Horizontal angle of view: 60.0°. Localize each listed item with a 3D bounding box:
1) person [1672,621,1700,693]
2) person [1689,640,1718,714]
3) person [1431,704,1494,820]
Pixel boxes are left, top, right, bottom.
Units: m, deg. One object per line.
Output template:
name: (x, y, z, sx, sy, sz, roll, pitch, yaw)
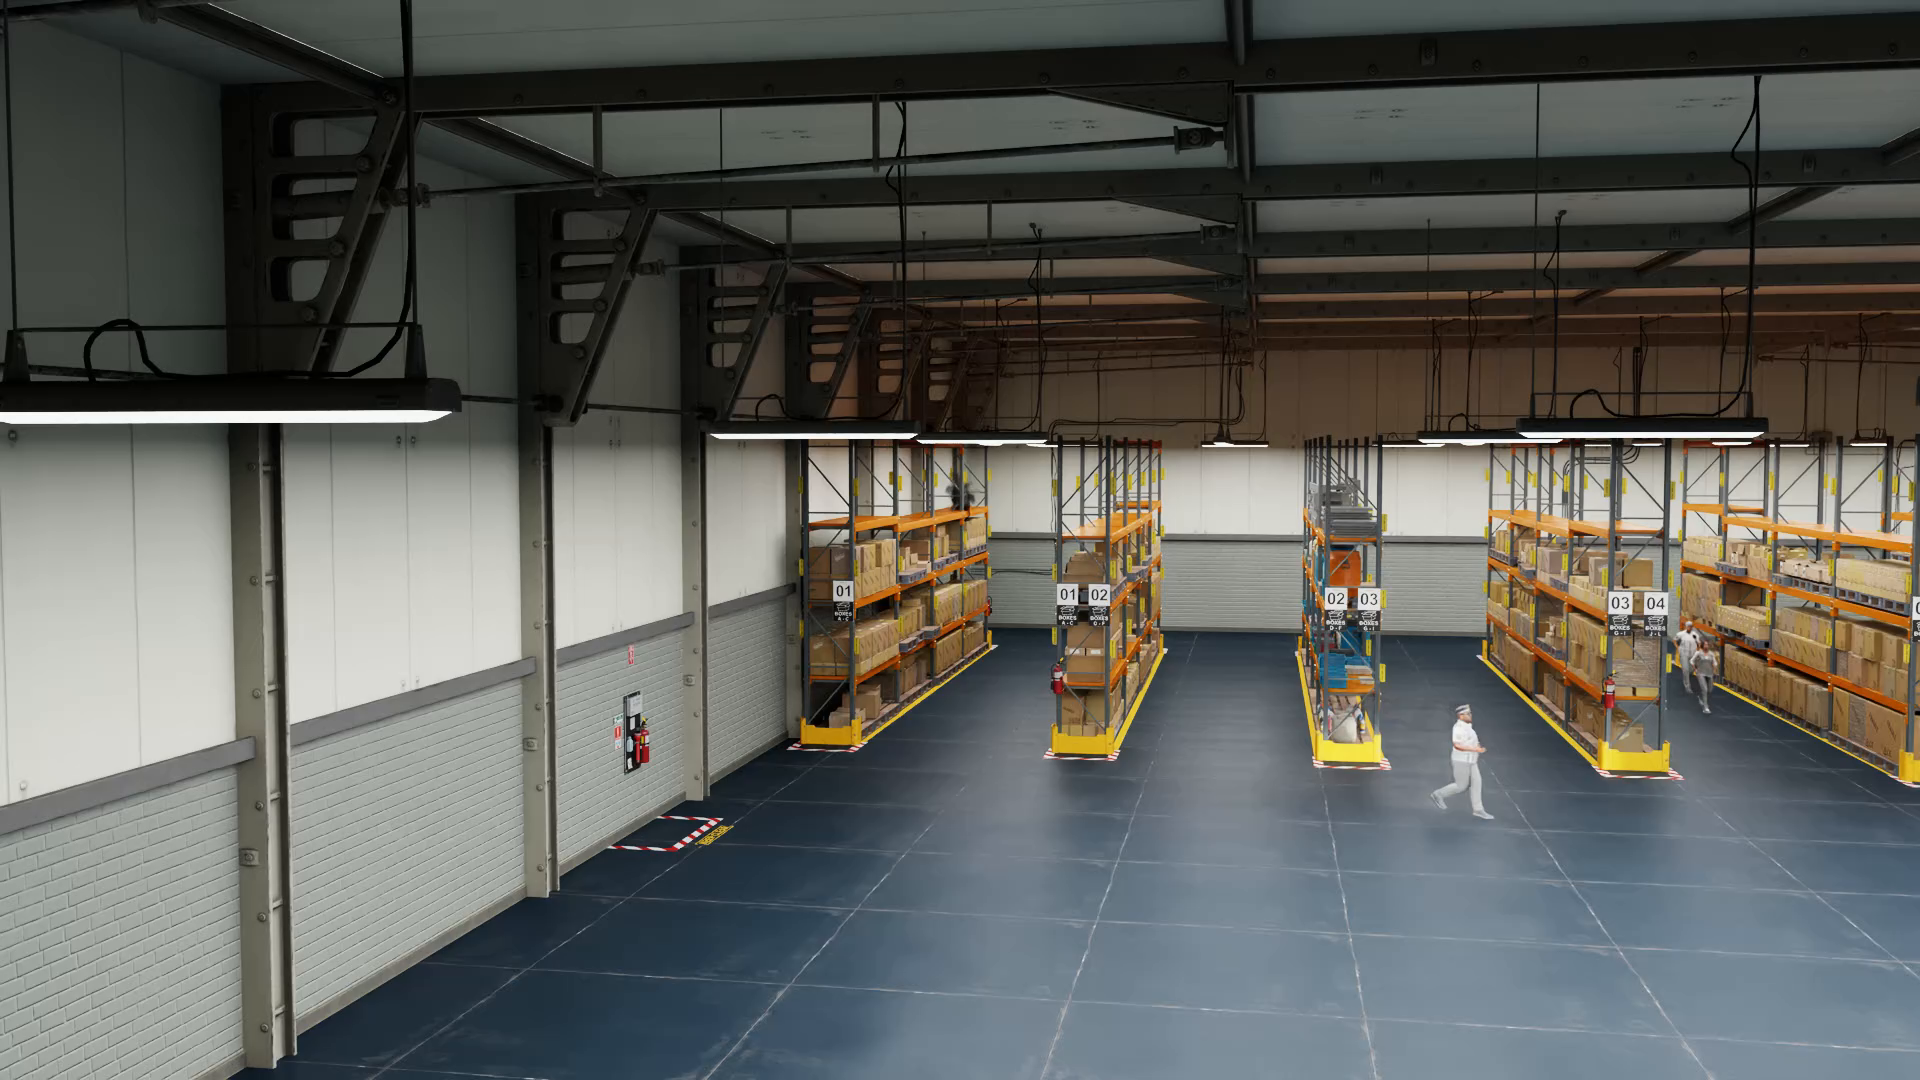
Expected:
person: (17.312, 2.770, 39.577, 0.608, 1.664, 0.890, 0, 3, 8)
person: (16.252, 2.969, 36.320, 0.548, 1.568, 0.796, 0, 3, 4)
person: (7.829, 3.431, 25.867, 0.954, 1.780, 0.664, 2, 4, 32)
